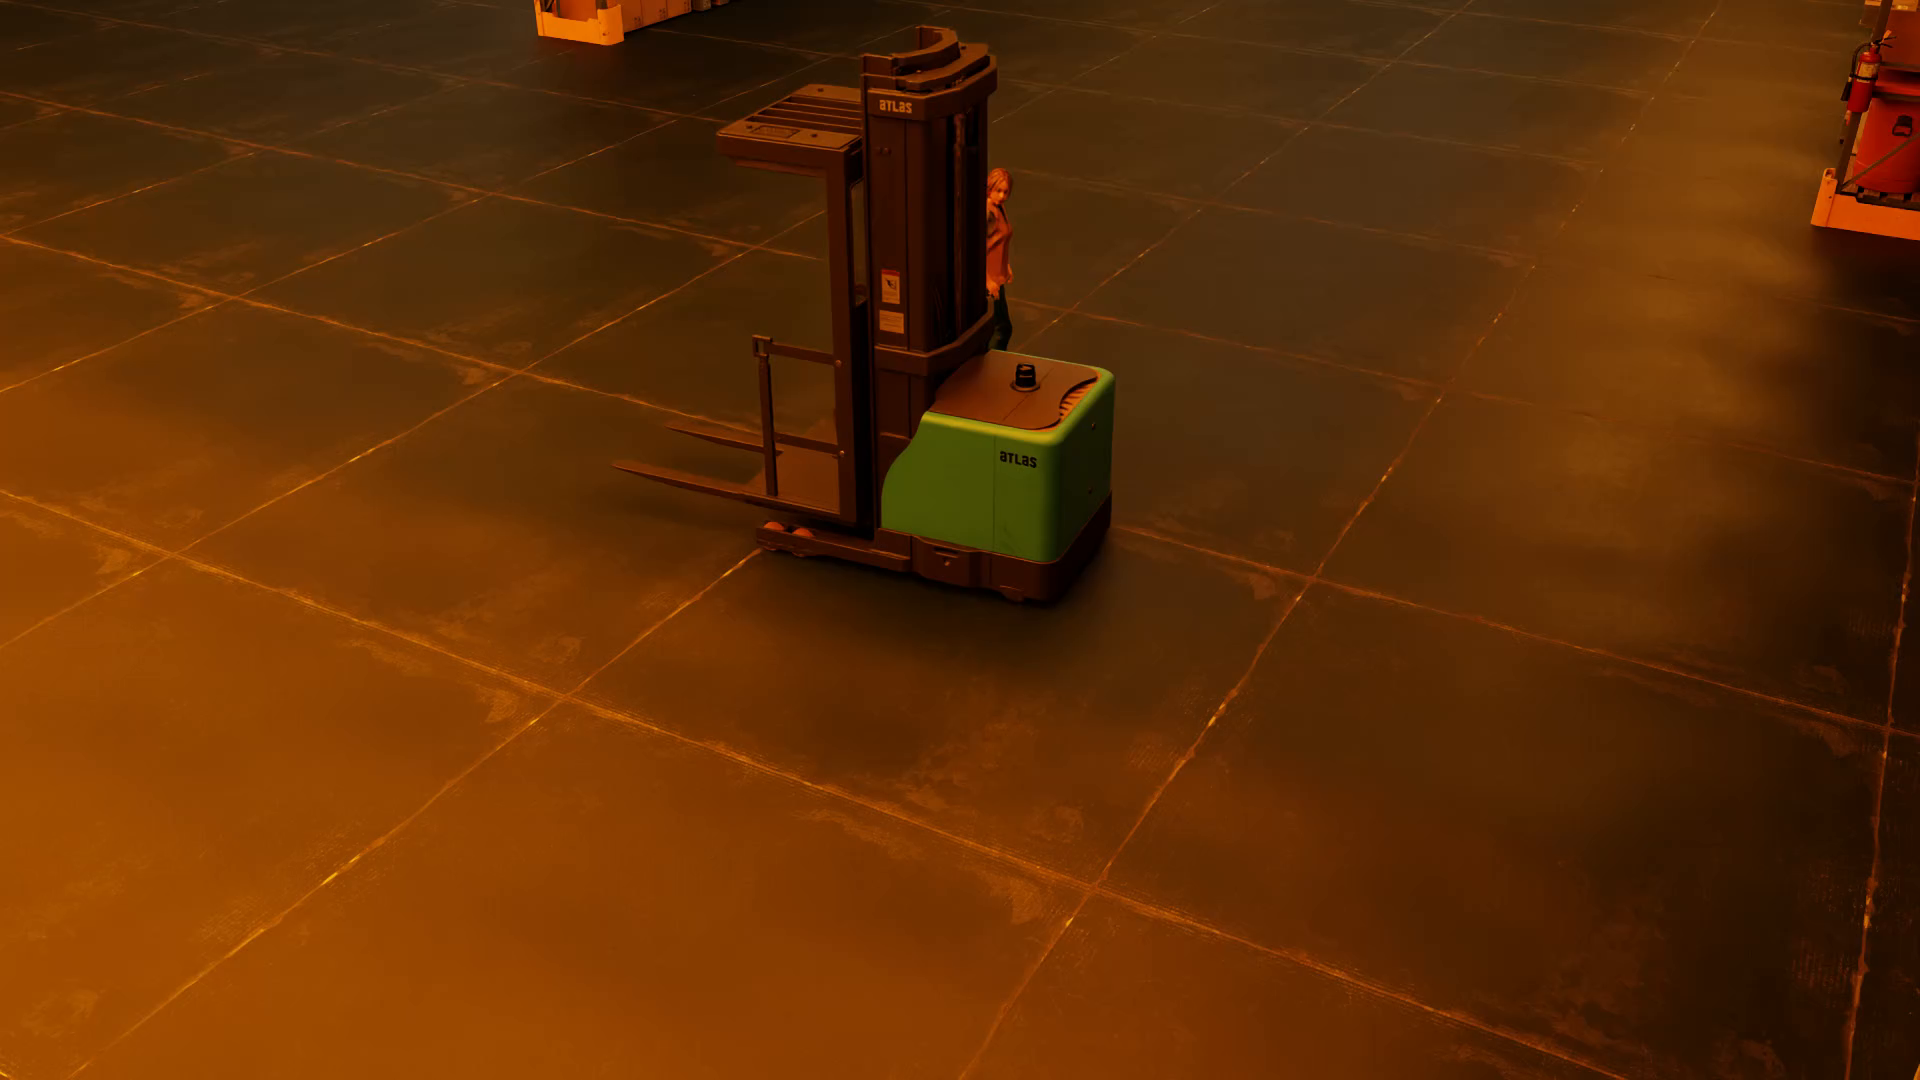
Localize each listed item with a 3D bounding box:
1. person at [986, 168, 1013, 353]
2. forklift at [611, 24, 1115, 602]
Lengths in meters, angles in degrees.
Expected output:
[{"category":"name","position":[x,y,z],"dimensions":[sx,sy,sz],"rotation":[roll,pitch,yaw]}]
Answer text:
[{"category":"person","position":[0.263,-1.788,11.528],"dimensions":[0.453,1.579,0.624],"rotation":[3,30,5]},{"category":"forklift","position":[-0.658,-1.396,9.490],"dimensions":[3.031,2.935,1.130],"rotation":[12,32,20]}]
